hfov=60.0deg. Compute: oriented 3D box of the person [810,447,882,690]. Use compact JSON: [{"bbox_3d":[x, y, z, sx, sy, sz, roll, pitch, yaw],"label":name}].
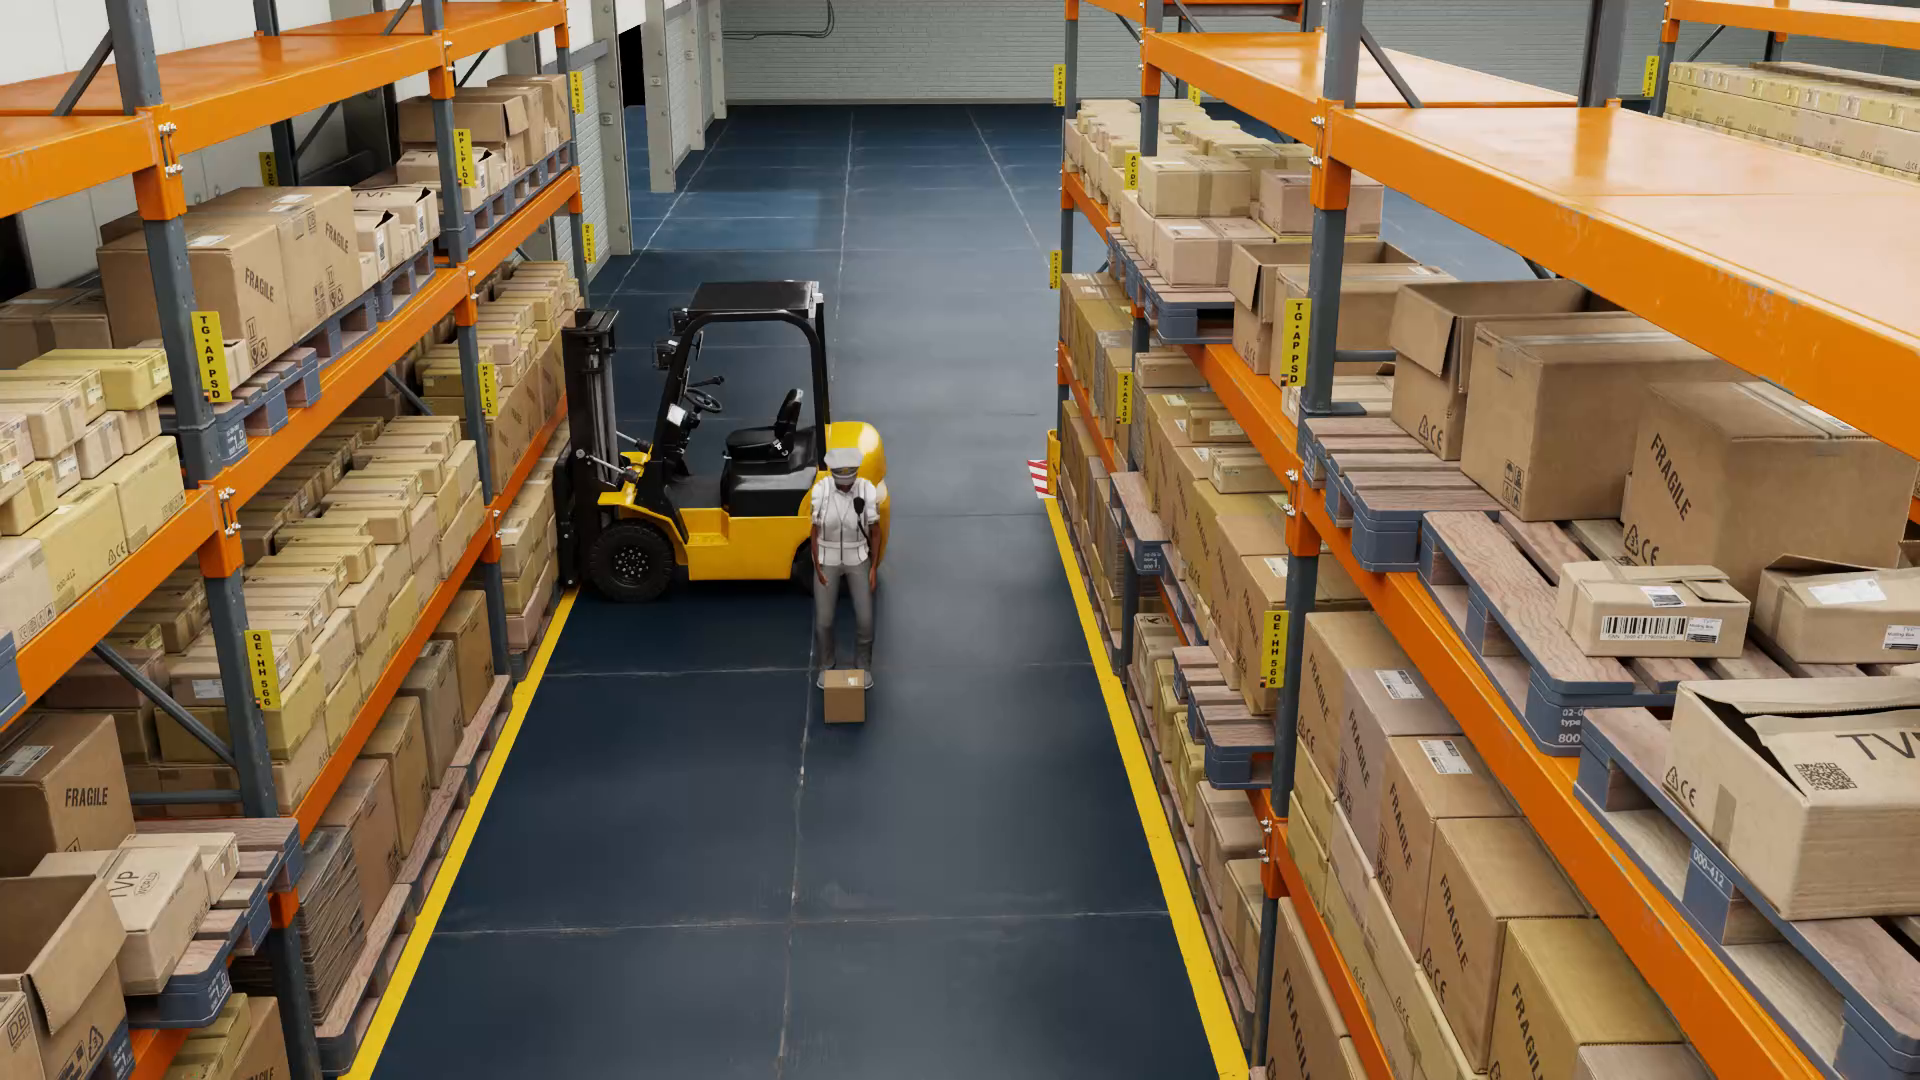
[{"bbox_3d":[-0.725,0.179,10.674,0.457,1.624,0.442,-1,21,-2],"label":"person"}]
